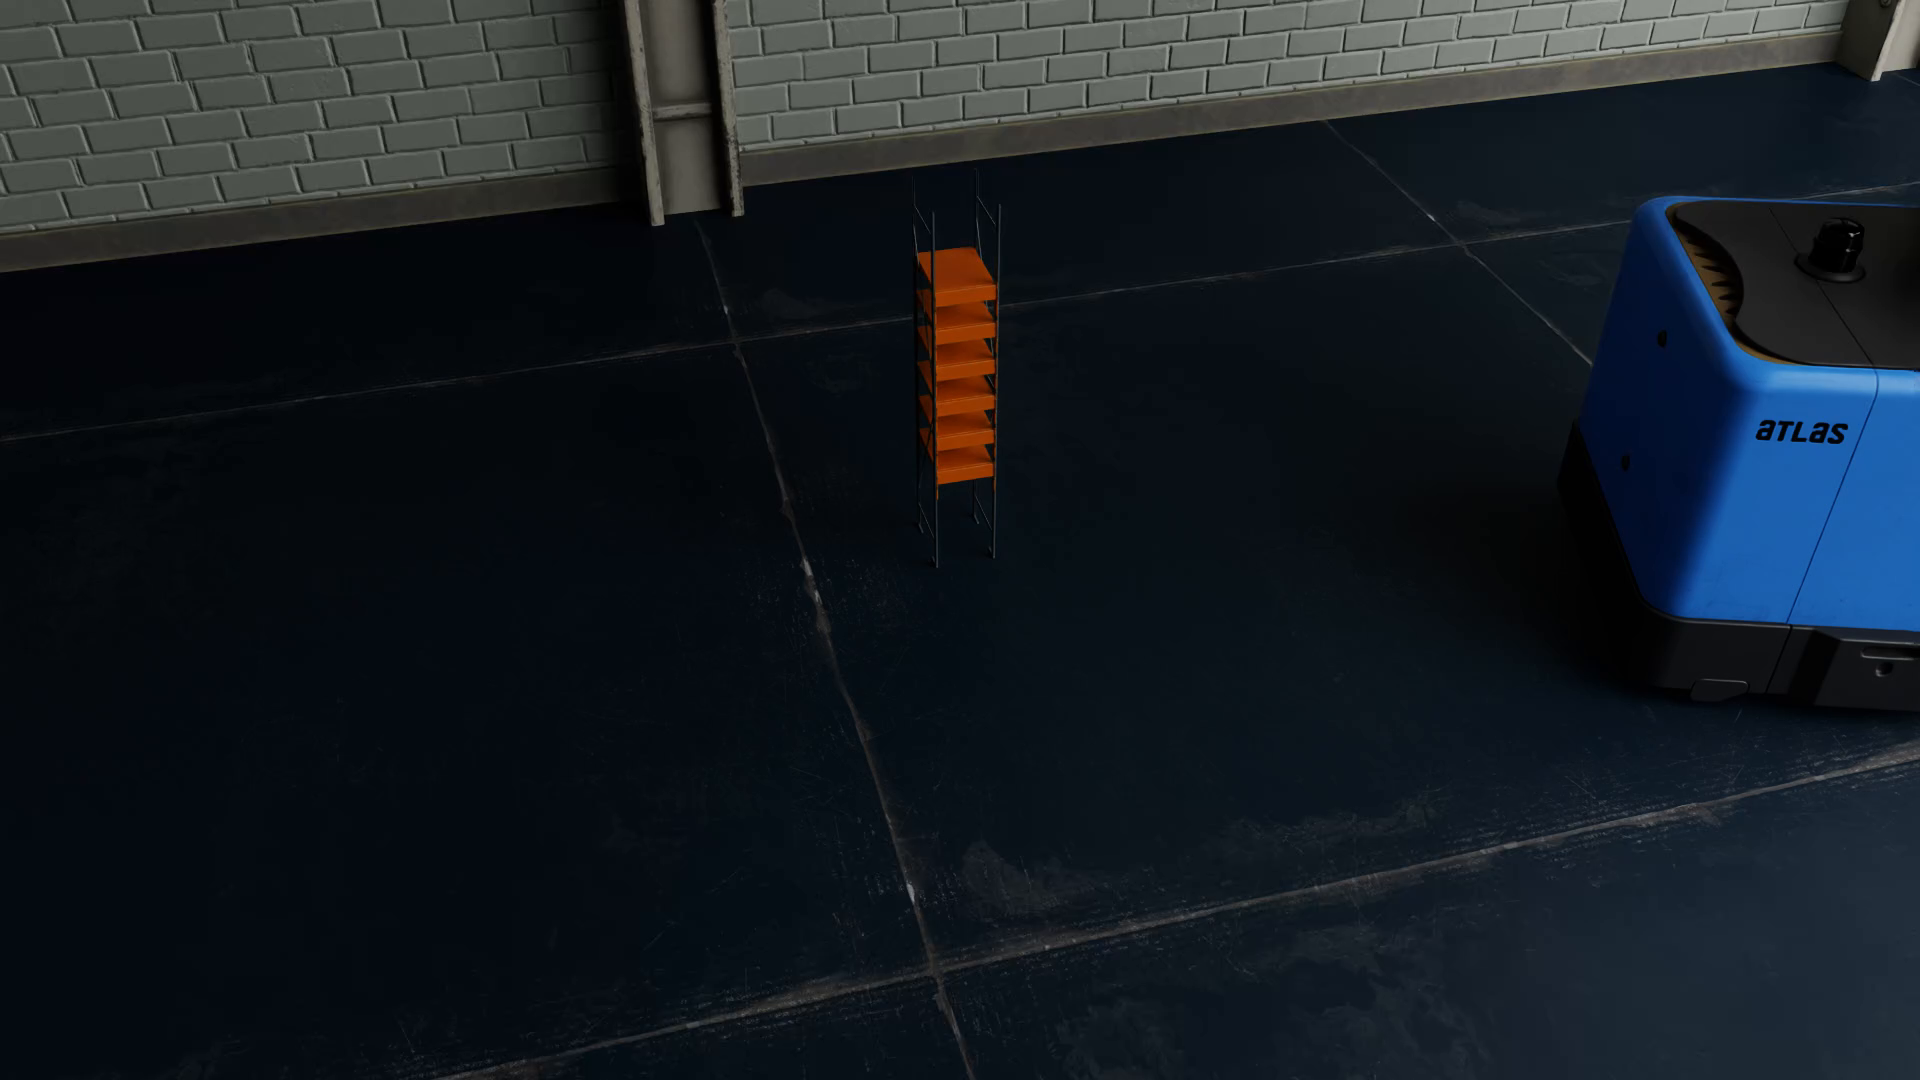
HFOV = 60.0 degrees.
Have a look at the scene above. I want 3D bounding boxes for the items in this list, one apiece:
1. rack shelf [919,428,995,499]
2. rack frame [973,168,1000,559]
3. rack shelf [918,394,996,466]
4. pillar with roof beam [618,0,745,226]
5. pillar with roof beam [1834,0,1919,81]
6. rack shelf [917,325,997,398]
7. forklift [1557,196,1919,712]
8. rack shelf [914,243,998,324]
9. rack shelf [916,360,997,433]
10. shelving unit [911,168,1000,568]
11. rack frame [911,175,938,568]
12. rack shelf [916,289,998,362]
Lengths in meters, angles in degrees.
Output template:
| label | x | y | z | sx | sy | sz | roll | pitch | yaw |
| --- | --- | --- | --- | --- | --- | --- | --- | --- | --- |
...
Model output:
| label | x | y | z | sx | sy | sz | roll | pitch | yaw |
| --- | --- | --- | --- | --- | --- | --- | --- | --- | --- |
| rack shelf | -0.014 | -0.248 | 5.055 | 0.180 | 0.103 | 0.258 | -9 | 38 | -12 |
| rack frame | 0.074 | -0.489 | 4.901 | 0.006 | 1.200 | 0.240 | -9 | 38 | -12 |
| rack shelf | -0.014 | -0.344 | 4.982 | 0.180 | 0.103 | 0.258 | -9 | 38 | -12 |
| pillar with roof beam | -0.023 | -2.486 | 1.093 | 0.400 | 9.000 | 9.100 | -9 | 38 | -12 |
| pillar with roof beam | 5.770 | -3.436 | 2.336 | 0.400 | 9.000 | 9.100 | -9 | 38 | -12 |
| rack shelf | -0.014 | -0.534 | 4.837 | 0.180 | 0.103 | 0.258 | -9 | 38 | -12 |
| forklift | 3.394 | -0.939 | 4.065 | 3.031 | 2.935 | 1.130 | 3 | 38 | 4 |
| rack shelf | -0.014 | -0.725 | 4.691 | 0.180 | 0.103 | 0.258 | -9 | 38 | -12 |
| rack shelf | -0.014 | -0.439 | 4.909 | 0.180 | 0.103 | 0.258 | -9 | 38 | -12 |
| shelving unit | -0.014 | -0.474 | 4.882 | 0.189 | 1.200 | 0.258 | -9 | 38 | -12 |
| rack frame | -0.102 | -0.460 | 4.864 | 0.006 | 1.200 | 0.240 | -9 | 38 | -12 |
| rack shelf | -0.014 | -0.630 | 4.764 | 0.180 | 0.103 | 0.258 | -9 | 38 | -12 |
